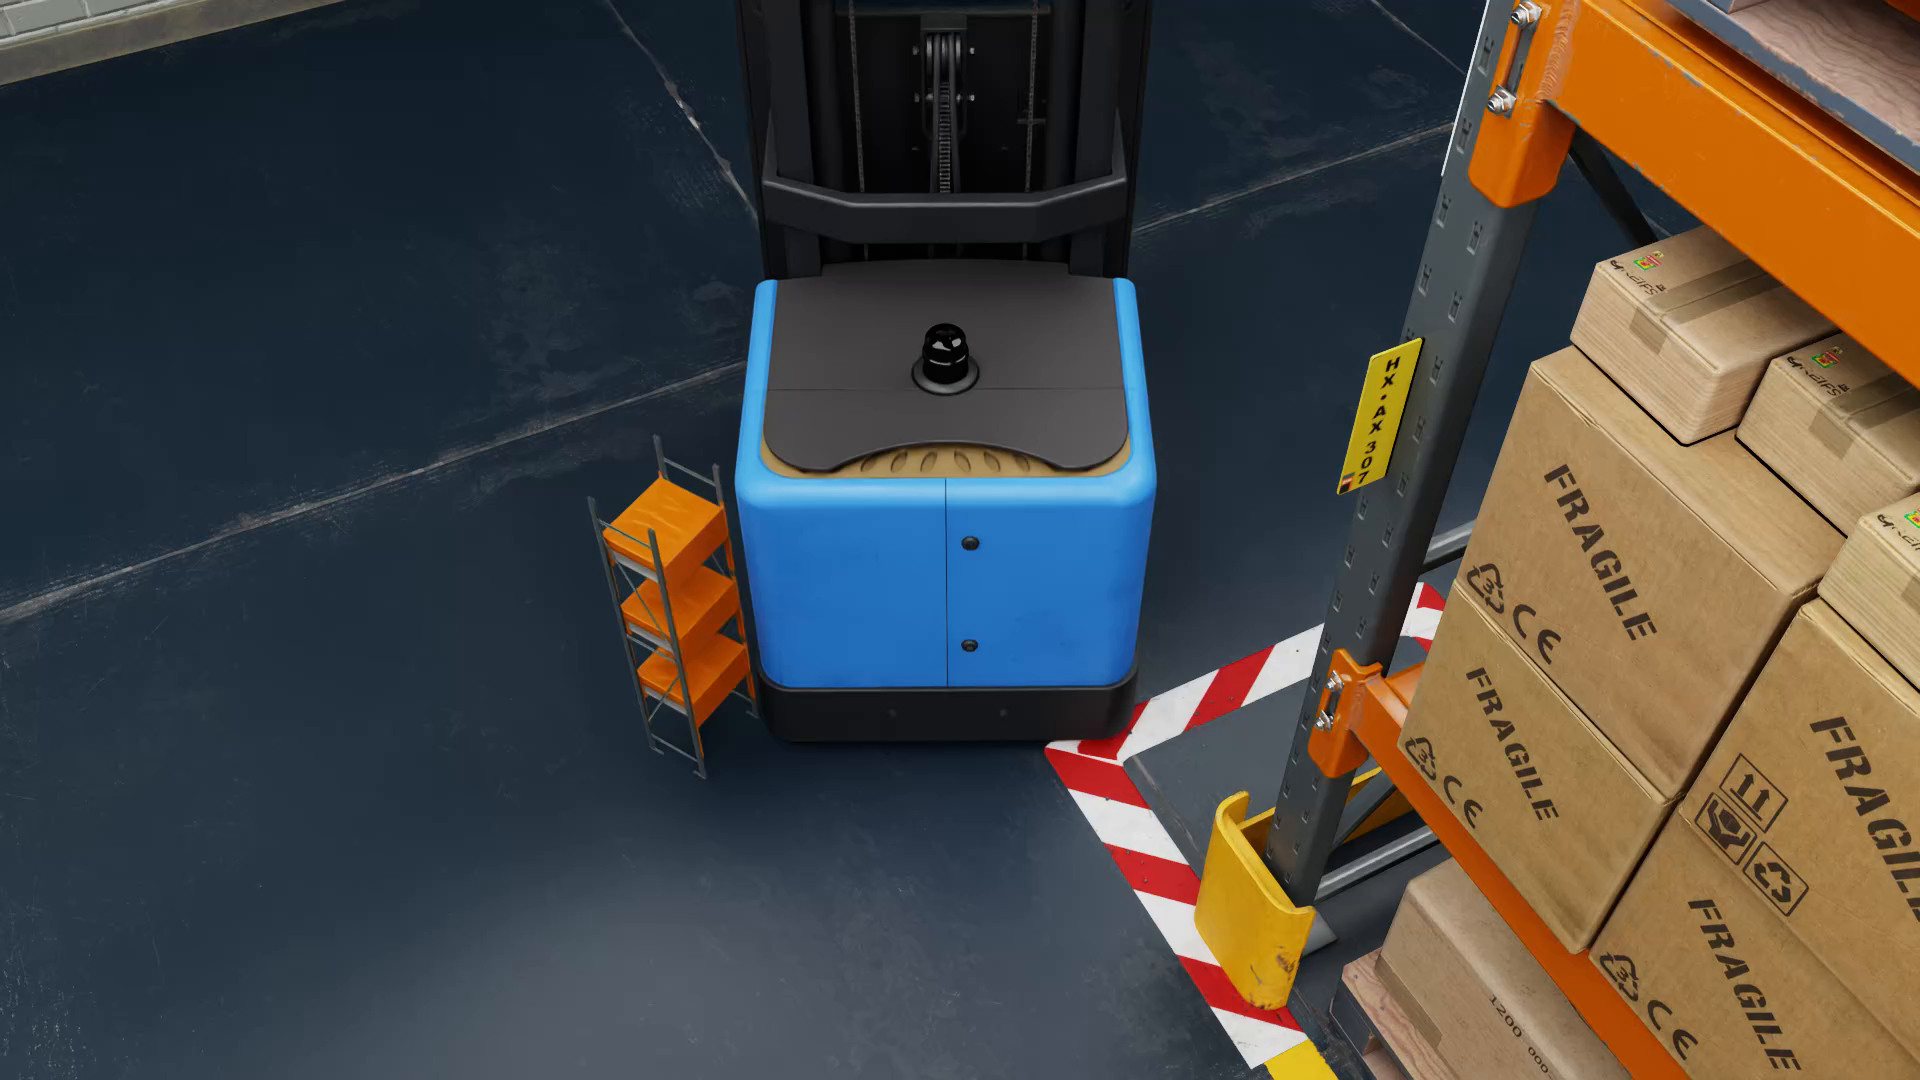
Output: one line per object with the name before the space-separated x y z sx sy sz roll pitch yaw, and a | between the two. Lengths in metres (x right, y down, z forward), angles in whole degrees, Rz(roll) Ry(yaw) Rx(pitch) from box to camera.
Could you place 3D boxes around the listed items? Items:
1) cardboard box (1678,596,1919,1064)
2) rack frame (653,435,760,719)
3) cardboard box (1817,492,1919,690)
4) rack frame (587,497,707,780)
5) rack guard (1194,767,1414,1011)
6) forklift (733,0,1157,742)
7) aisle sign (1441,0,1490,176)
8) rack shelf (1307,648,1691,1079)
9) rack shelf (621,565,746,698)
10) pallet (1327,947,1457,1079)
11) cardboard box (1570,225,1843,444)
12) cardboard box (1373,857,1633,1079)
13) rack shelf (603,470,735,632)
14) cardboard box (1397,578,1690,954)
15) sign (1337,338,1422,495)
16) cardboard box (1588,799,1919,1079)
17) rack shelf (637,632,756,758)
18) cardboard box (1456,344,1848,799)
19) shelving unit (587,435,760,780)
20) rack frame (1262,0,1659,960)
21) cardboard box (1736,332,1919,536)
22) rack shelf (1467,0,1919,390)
cardboard box | 1.411 0.321 2.246 0.500 0.500 0.500 -22 53 -18
rack frame | -0.665 0.130 4.438 0.200 1.050 0.008 26 54 21
cardboard box | 1.318 0.042 2.059 0.380 0.149 0.250 -20 52 -16
rack frame | -0.796 0.285 4.303 0.200 1.050 0.008 26 54 21
rack guard | 1.191 0.727 4.282 1.175 0.500 0.348 -21 52 -18
forklift | -0.045 -1.494 4.610 1.130 2.935 3.031 0 49 0
aisle sign | 0.911 -0.884 2.303 0.394 0.787 0.004 -21 52 -18
rack shelf | 2.117 1.496 2.427 1.077 0.370 4.000 -21 52 -18
rack shelf | -0.731 0.214 4.379 0.215 0.259 0.240 26 54 21
pallet | 1.637 1.347 3.932 1.003 0.211 1.213 -21 52 -18
cardboard box | 1.118 -0.322 2.377 0.380 0.149 0.250 -20 52 -17
cardboard box | 1.593 1.033 3.777 0.875 0.438 0.875 -23 53 -19
rack shelf | -0.732 0.028 4.165 0.215 0.259 0.240 26 54 21
cardboard box | 1.166 0.308 2.922 0.500 0.500 0.500 -22 52 -18
sign | 0.706 -0.203 2.807 0.100 0.325 0.005 -21 52 -18
cardboard box | 1.423 0.637 2.634 0.500 0.500 0.500 -22 52 -18
rack shelf | -0.730 0.397 4.588 0.215 0.259 0.240 26 54 21
cardboard box | 1.168 -0.022 2.546 0.500 0.500 0.500 -22 52 -18
shelving unit | -0.731 0.207 4.371 0.215 1.050 0.252 26 54 21
rack frame | 1.202 -0.080 3.327 1.000 3.000 0.127 -21 52 -18
cardboard box | 1.302 -0.171 2.245 0.380 0.149 0.250 -20 52 -17
rack shelf | 2.117 0.508 1.298 1.077 0.370 4.000 -21 52 -18
